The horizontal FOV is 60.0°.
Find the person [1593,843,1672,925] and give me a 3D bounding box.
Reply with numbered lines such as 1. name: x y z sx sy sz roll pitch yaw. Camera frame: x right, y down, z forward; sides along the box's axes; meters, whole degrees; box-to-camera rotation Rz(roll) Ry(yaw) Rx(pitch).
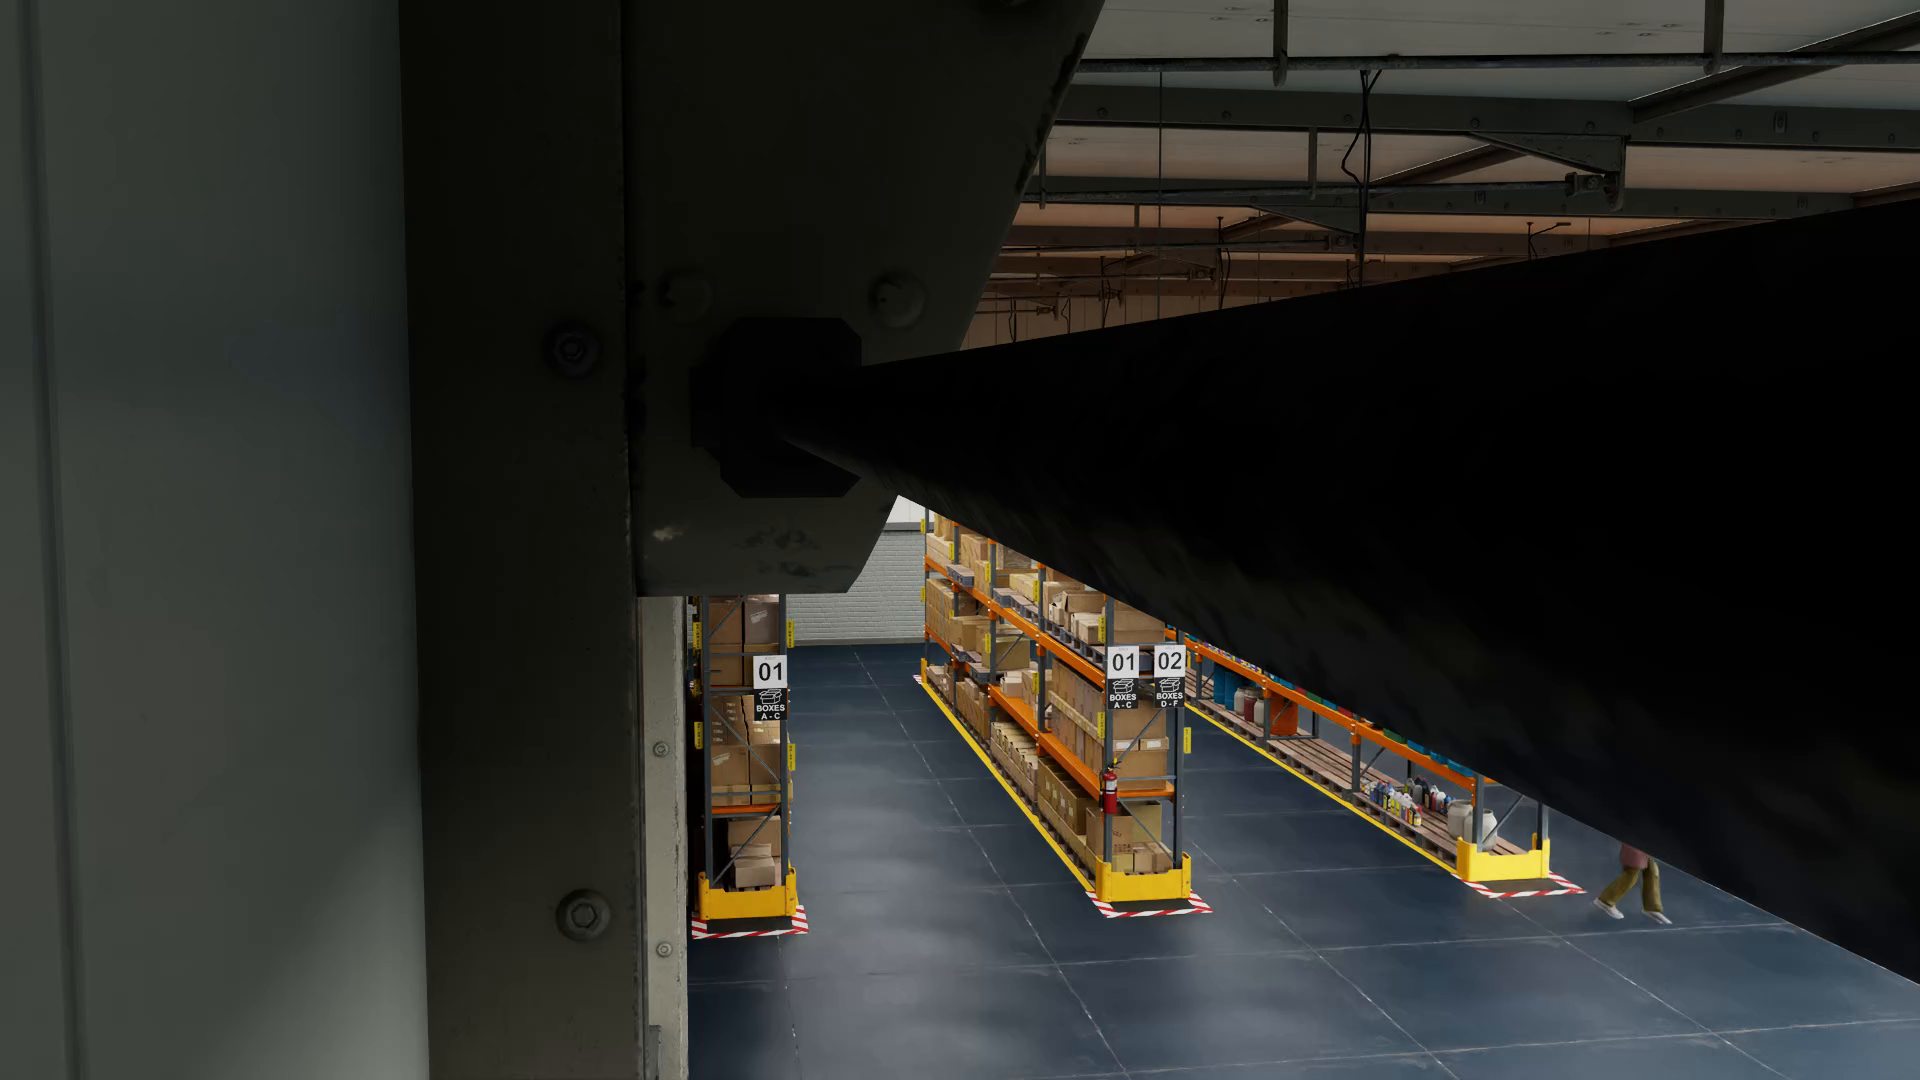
1. person: 8.091 3.697 19.929 0.889 1.829 0.735 2 5 23
